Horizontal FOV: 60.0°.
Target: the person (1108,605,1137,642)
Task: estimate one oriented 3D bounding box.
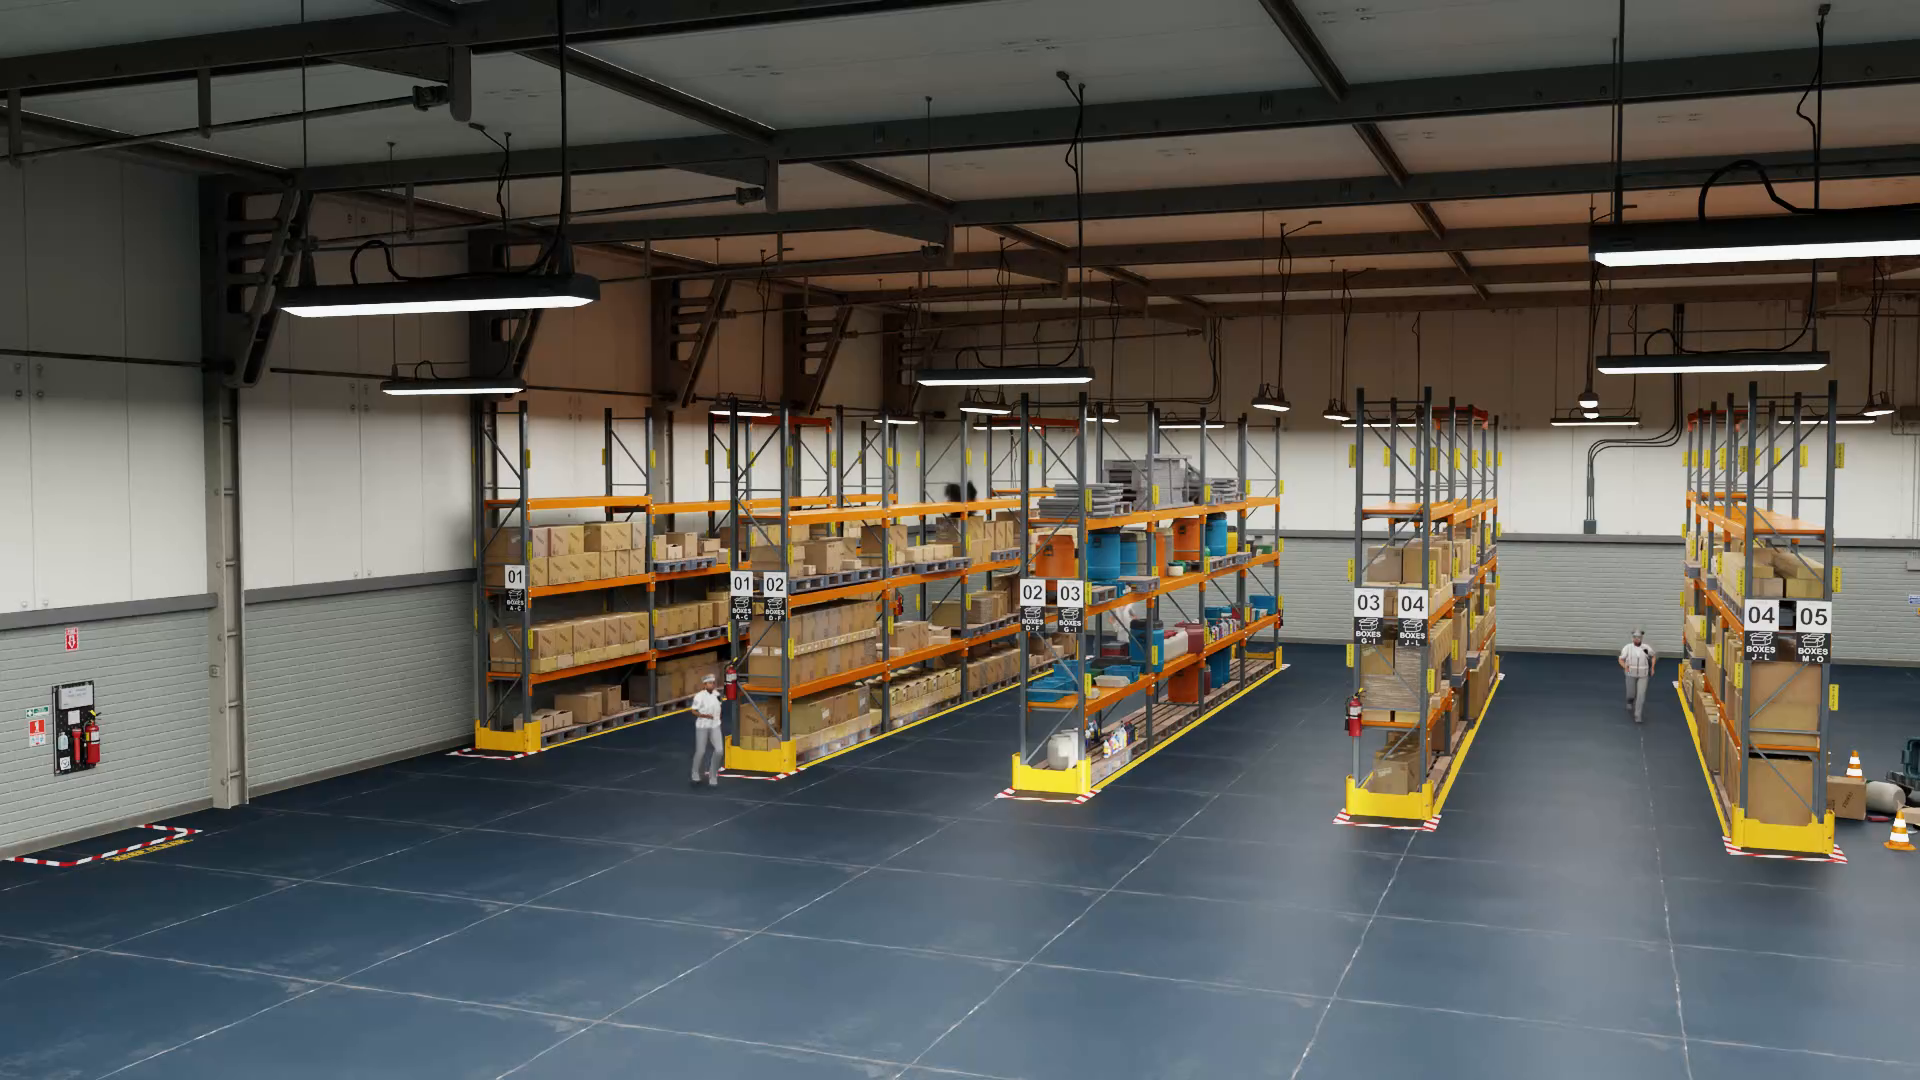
[{"bbox_3d":[3.938,2.189,40.214,0.698,1.734,0.725,0,3,3],"label":"person"}]

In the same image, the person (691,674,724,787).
[{"bbox_3d":[-3.866,2.920,25.587,0.580,1.745,0.666,-2,3,-30],"label":"person"}]

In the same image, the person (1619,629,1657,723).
[{"bbox_3d":[12.990,2.582,31.864,0.678,1.748,0.917,1,3,19],"label":"person"}]
